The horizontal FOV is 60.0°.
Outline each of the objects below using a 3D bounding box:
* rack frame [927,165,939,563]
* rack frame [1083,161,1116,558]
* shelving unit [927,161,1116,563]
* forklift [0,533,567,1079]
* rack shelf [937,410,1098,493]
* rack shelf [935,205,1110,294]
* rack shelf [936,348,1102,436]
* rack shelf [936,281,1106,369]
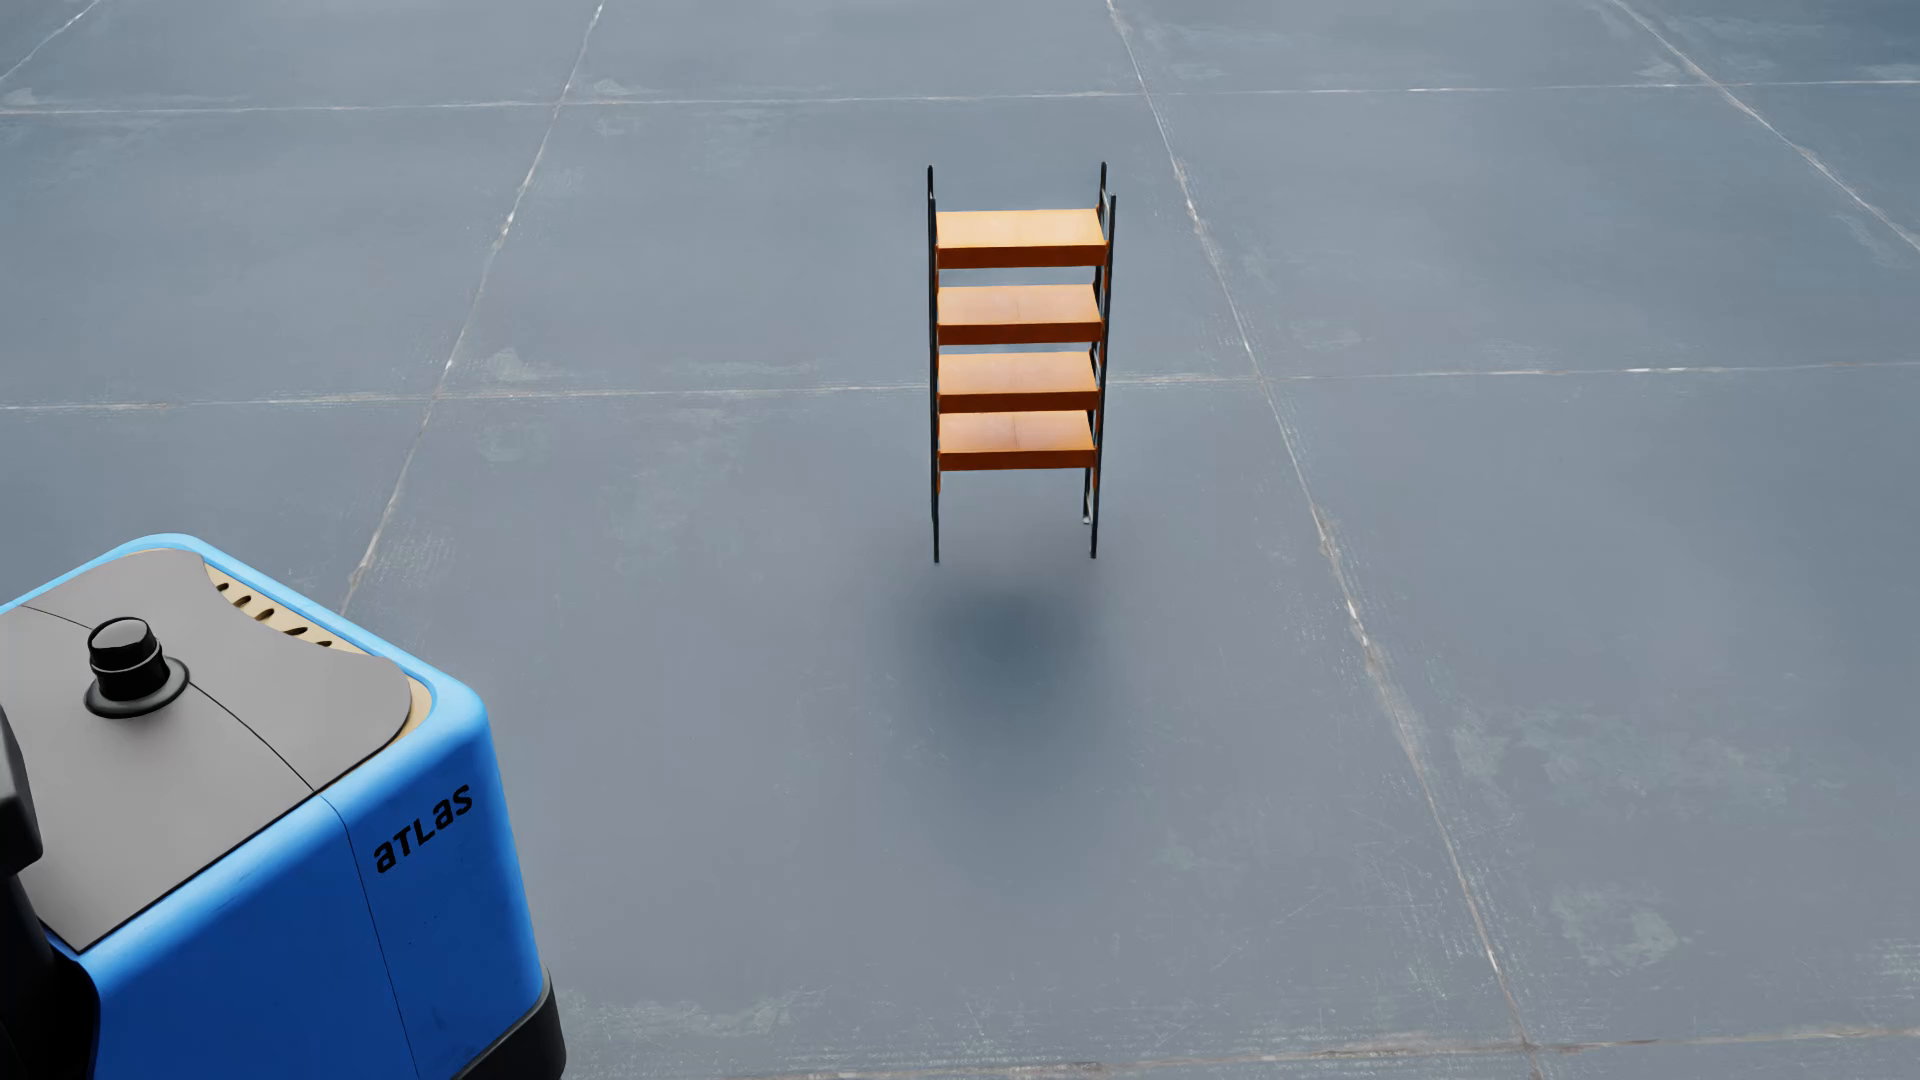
[{"bbox_3d":[-0.078,-0.491,4.905,0.015,1.200,0.240,-2,35,-2],"label":"rack frame"},{"bbox_3d":[0.409,-0.504,4.924,0.015,1.200,0.240,-2,35,-2],"label":"rack frame"},{"bbox_3d":[0.165,-0.498,4.915,0.503,1.200,0.258,-2,35,-2],"label":"shelving unit"},{"bbox_3d":[-2.094,0.482,1.977,1.130,2.935,3.031,22,40,28],"label":"forklift"},{"bbox_3d":[0.165,-0.279,5.066,0.480,0.148,0.258,-2,35,-2],"label":"rack shelf"},{"bbox_3d":[0.165,-0.821,4.691,0.480,0.148,0.258,-2,35,-2],"label":"rack shelf"},{"bbox_3d":[0.165,-0.443,4.953,0.480,0.148,0.258,-2,35,-2],"label":"rack shelf"},{"bbox_3d":[0.165,-0.626,4.826,0.480,0.148,0.258,-2,35,-2],"label":"rack shelf"}]
